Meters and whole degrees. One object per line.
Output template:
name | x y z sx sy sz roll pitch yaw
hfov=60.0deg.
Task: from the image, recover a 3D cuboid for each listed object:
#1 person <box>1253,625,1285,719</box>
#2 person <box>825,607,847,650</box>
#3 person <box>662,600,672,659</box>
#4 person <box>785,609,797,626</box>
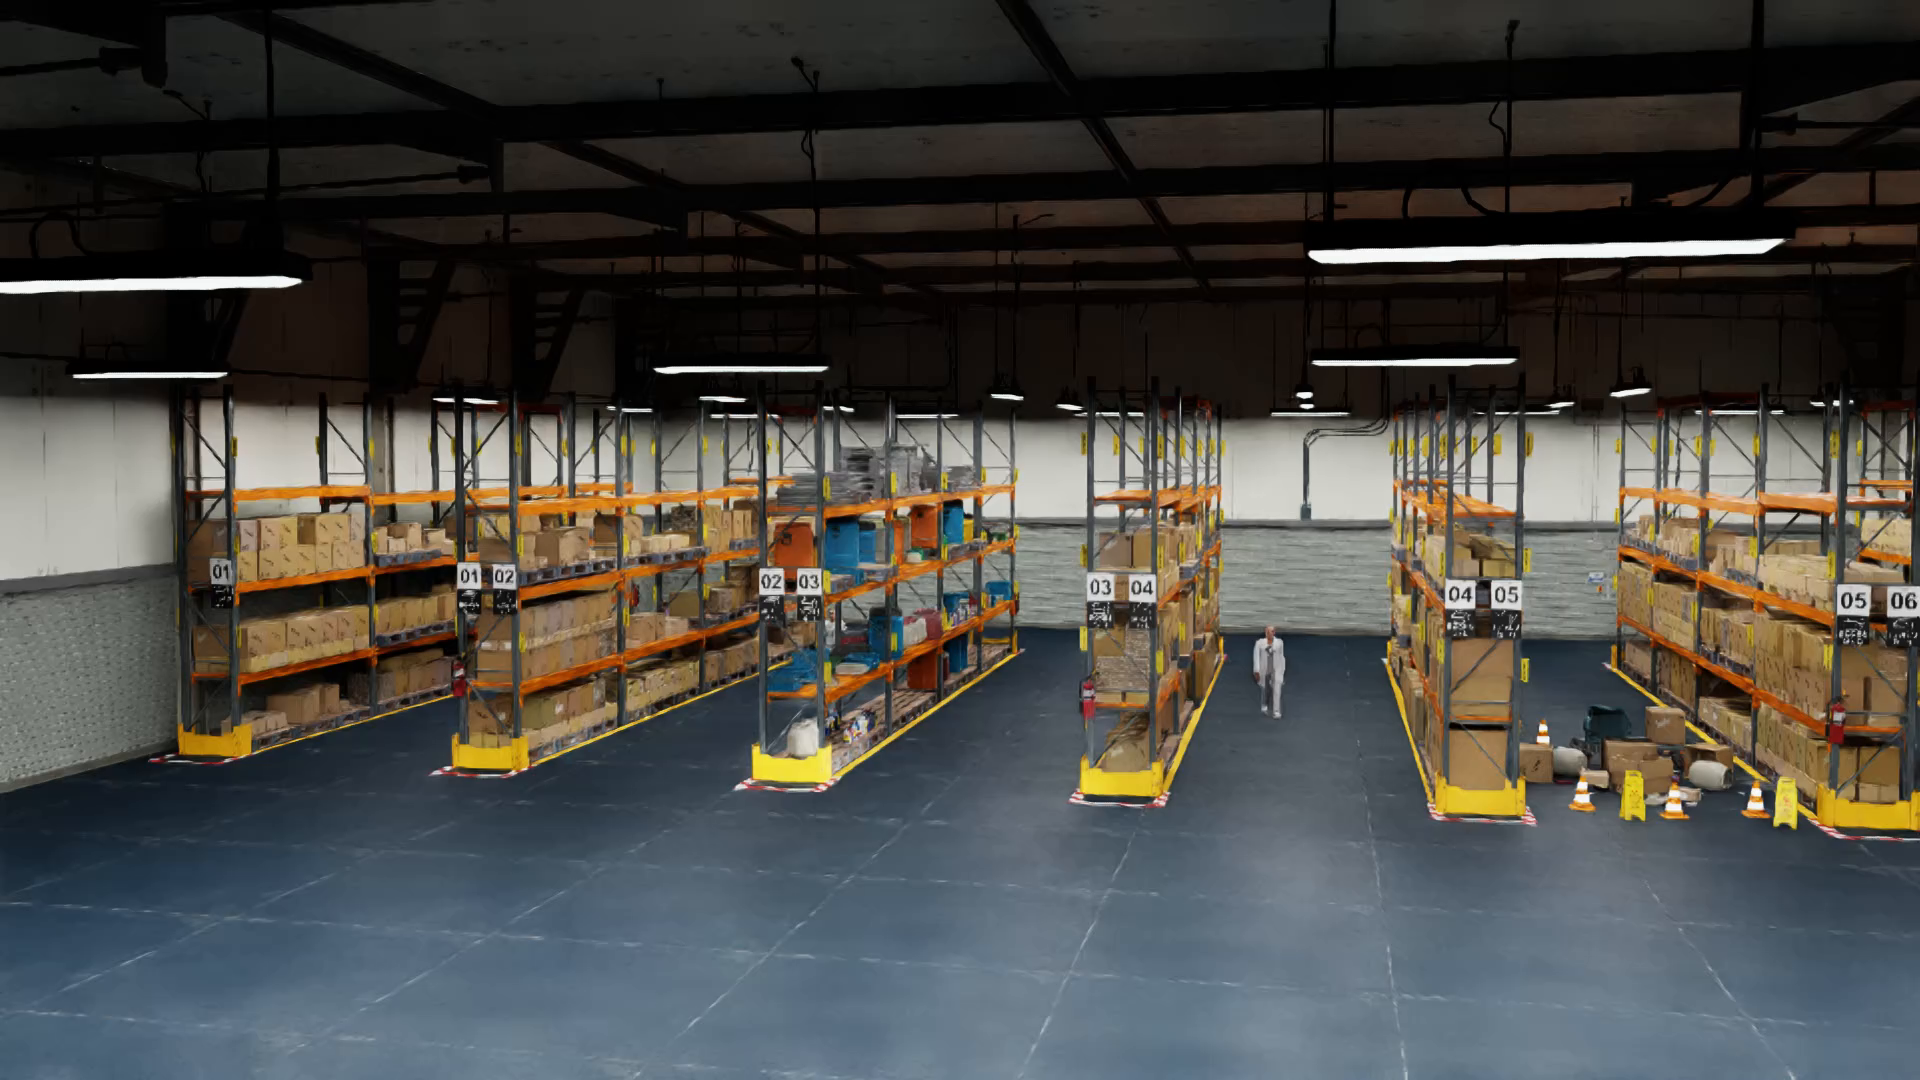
person | 5.722 2.412 30.767 0.598 1.699 1.198 1 3 9
person | -2.691 2.218 35.326 0.599 1.632 0.512 1 3 10
person | -6.726 2.112 37.848 0.417 1.517 1.037 1 3 14
person | -4.644 1.603 45.540 0.666 1.715 0.537 1 3 11
